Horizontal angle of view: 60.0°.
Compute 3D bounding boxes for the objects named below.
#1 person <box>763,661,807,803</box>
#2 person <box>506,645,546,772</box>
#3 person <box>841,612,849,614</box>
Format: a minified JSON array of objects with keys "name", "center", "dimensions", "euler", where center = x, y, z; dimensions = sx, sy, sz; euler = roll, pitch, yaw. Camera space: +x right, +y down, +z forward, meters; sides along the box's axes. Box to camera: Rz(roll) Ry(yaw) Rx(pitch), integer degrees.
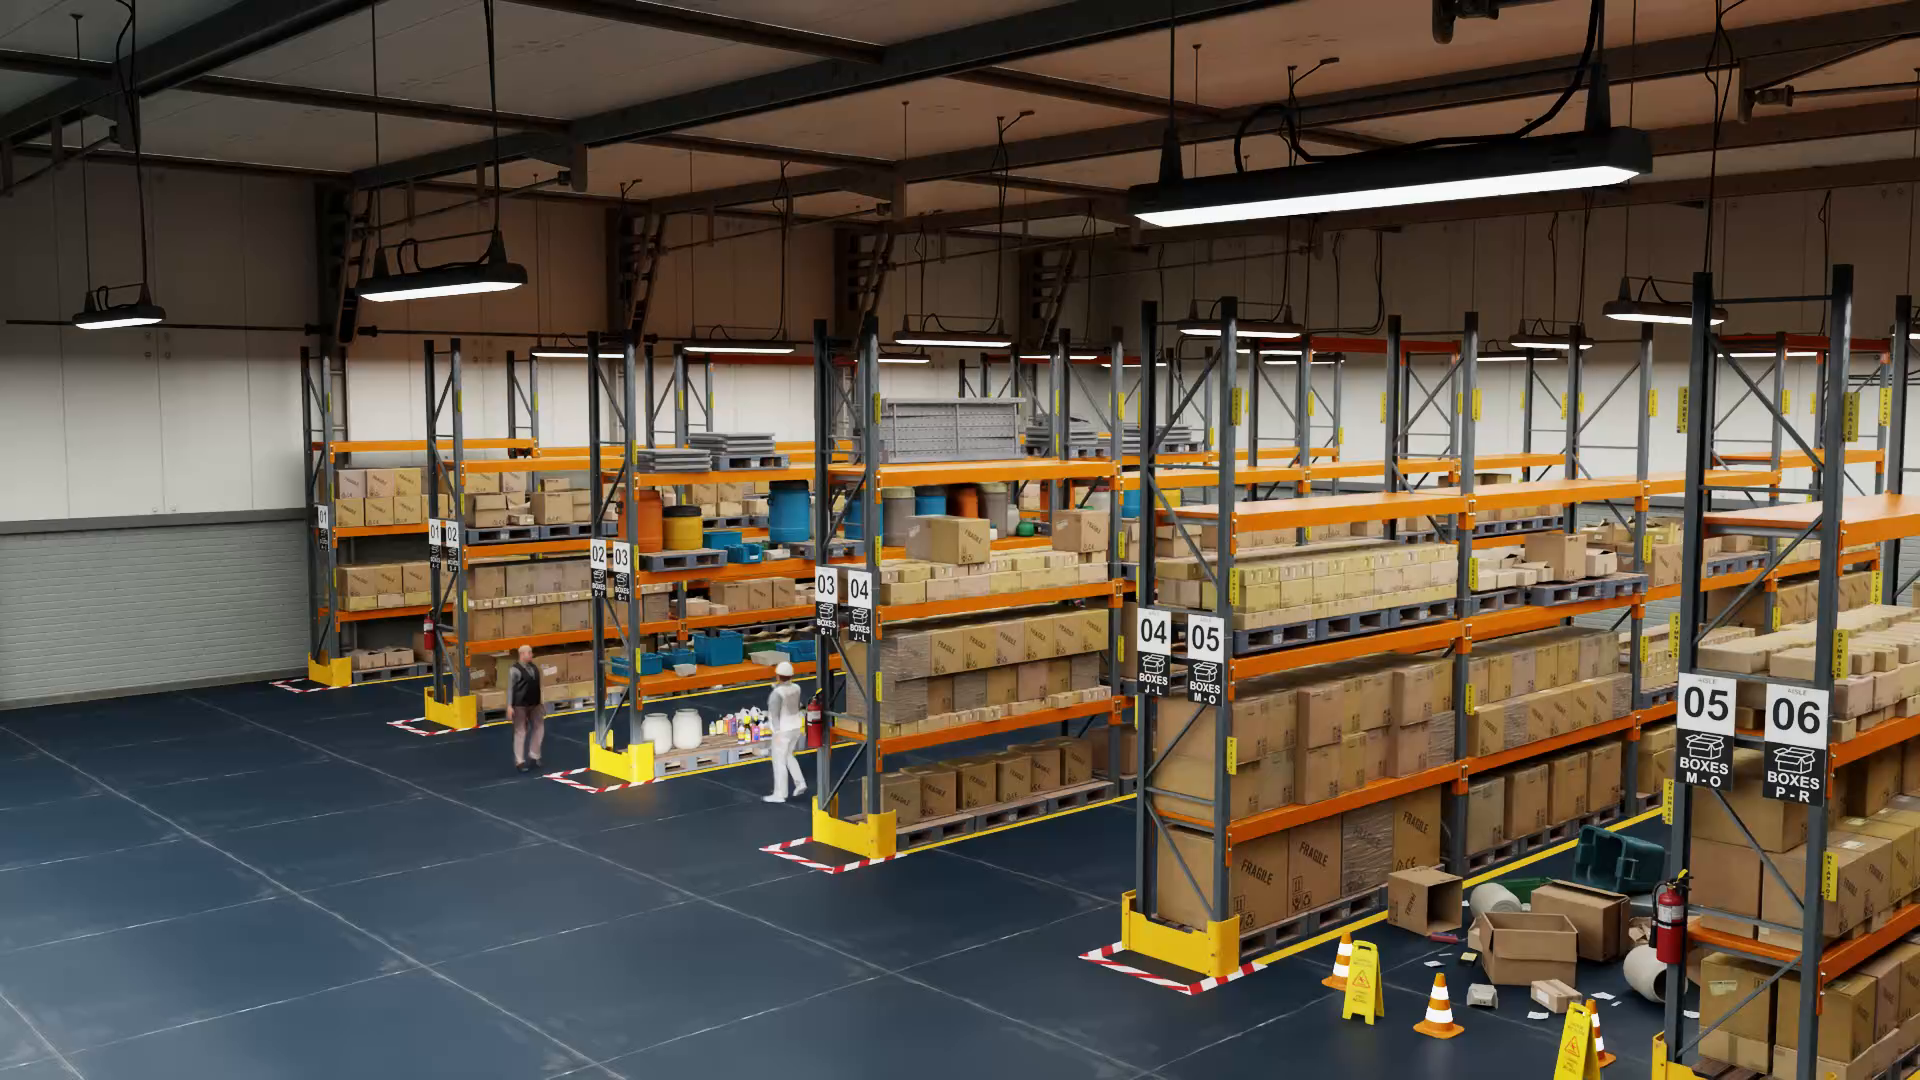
[{"name":"person","center":[-2.221,2.421,21.073],"dimensions":[0.415,1.793,0.573],"euler":[3,6,29]},{"name":"person","center":[-5.989,2.322,22.902],"dimensions":[0.366,1.771,0.620],"euler":[3,6,31]},{"name":"person","center":[-2.212,1.310,33.599],"dimensions":[0.467,1.782,0.630],"euler":[5,7,43]}]
